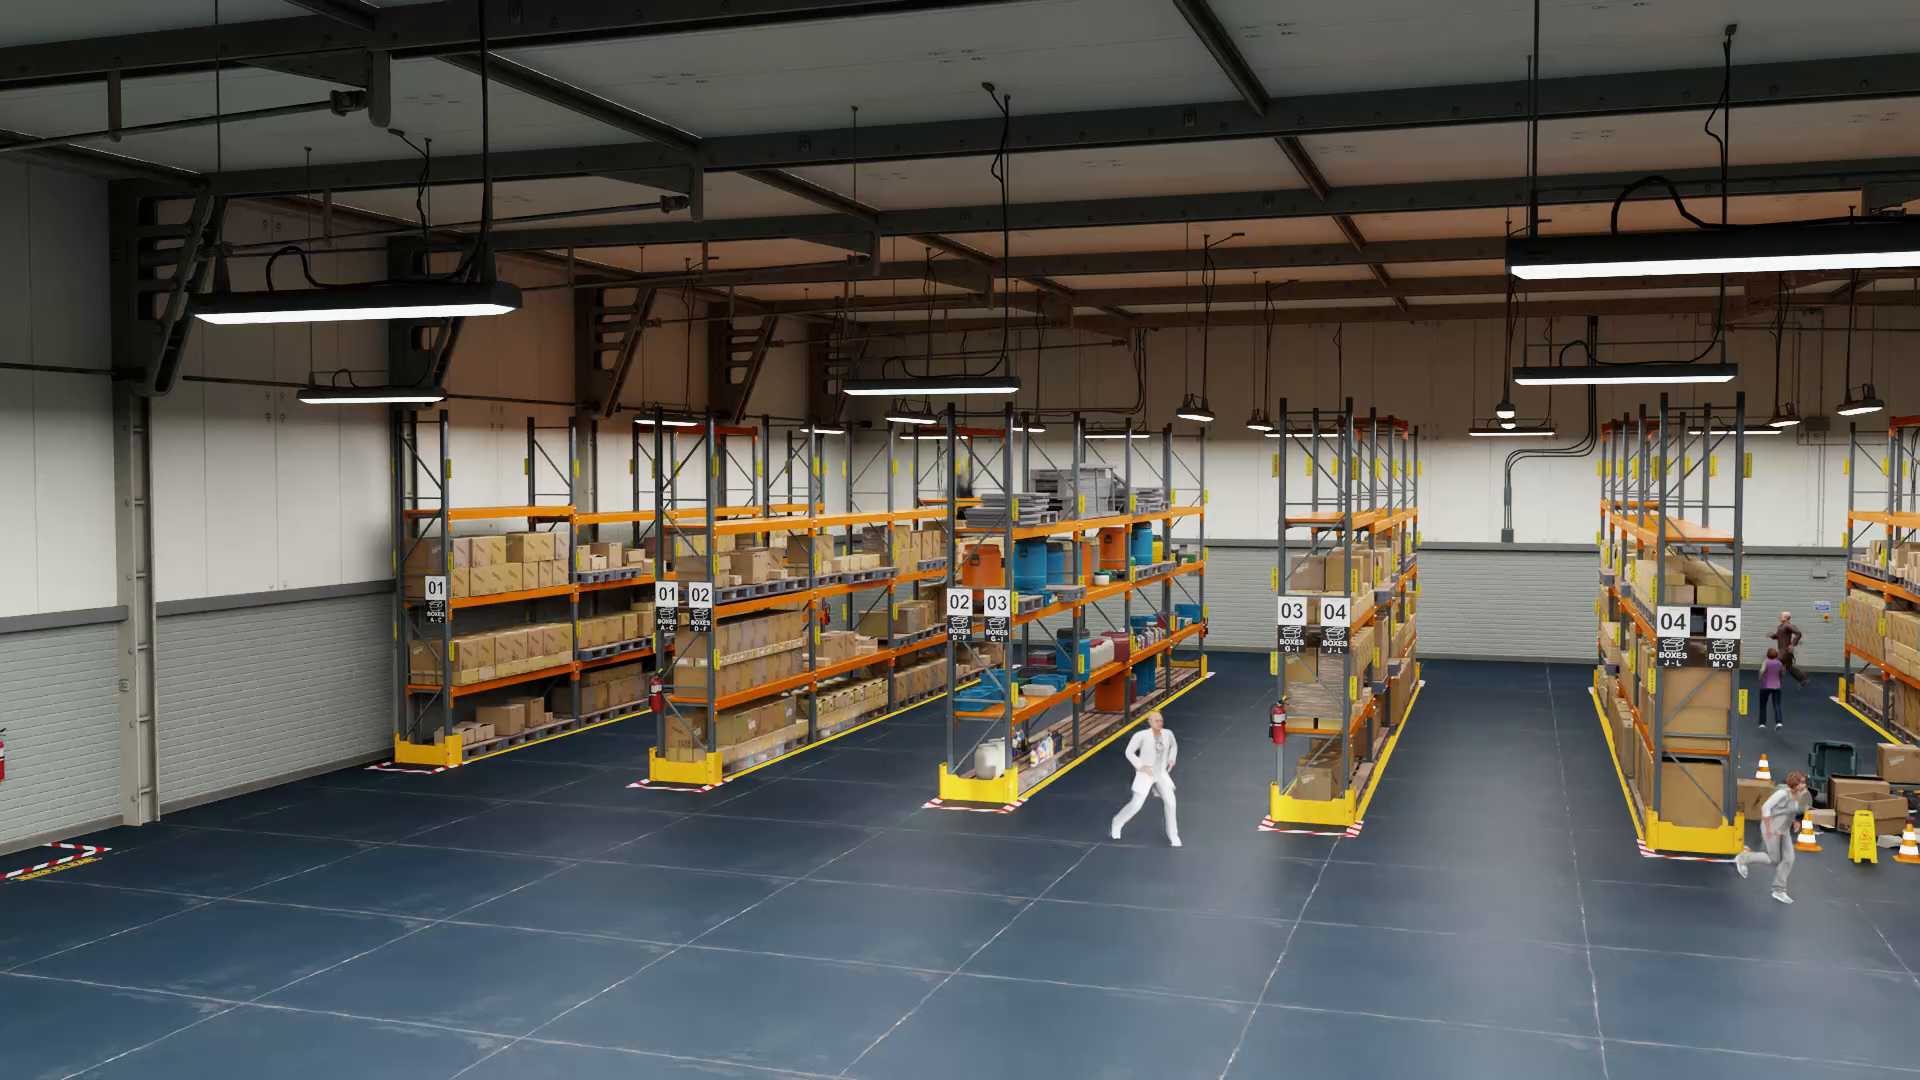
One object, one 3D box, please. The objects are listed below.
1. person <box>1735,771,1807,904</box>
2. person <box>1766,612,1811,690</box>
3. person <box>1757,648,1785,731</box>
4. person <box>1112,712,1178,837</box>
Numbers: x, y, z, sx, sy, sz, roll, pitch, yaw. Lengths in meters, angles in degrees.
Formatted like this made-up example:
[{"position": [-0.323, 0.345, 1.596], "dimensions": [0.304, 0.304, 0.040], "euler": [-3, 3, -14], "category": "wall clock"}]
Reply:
[{"position": [9.477, 3.424, 19.437], "dimensions": [0.539, 1.545, 0.808], "euler": [-2, 3, -38], "category": "person"}, {"position": [18.429, 2.495, 37.125], "dimensions": [0.959, 1.798, 0.695], "euler": [1, 3, 20], "category": "person"}, {"position": [15.319, 2.829, 31.421], "dimensions": [0.533, 1.601, 0.860], "euler": [0, 2, 11], "category": "person"}, {"position": [2.559, 3.116, 22.295], "dimensions": [0.872, 1.636, 0.719], "euler": [-1, 3, -23], "category": "person"}]
